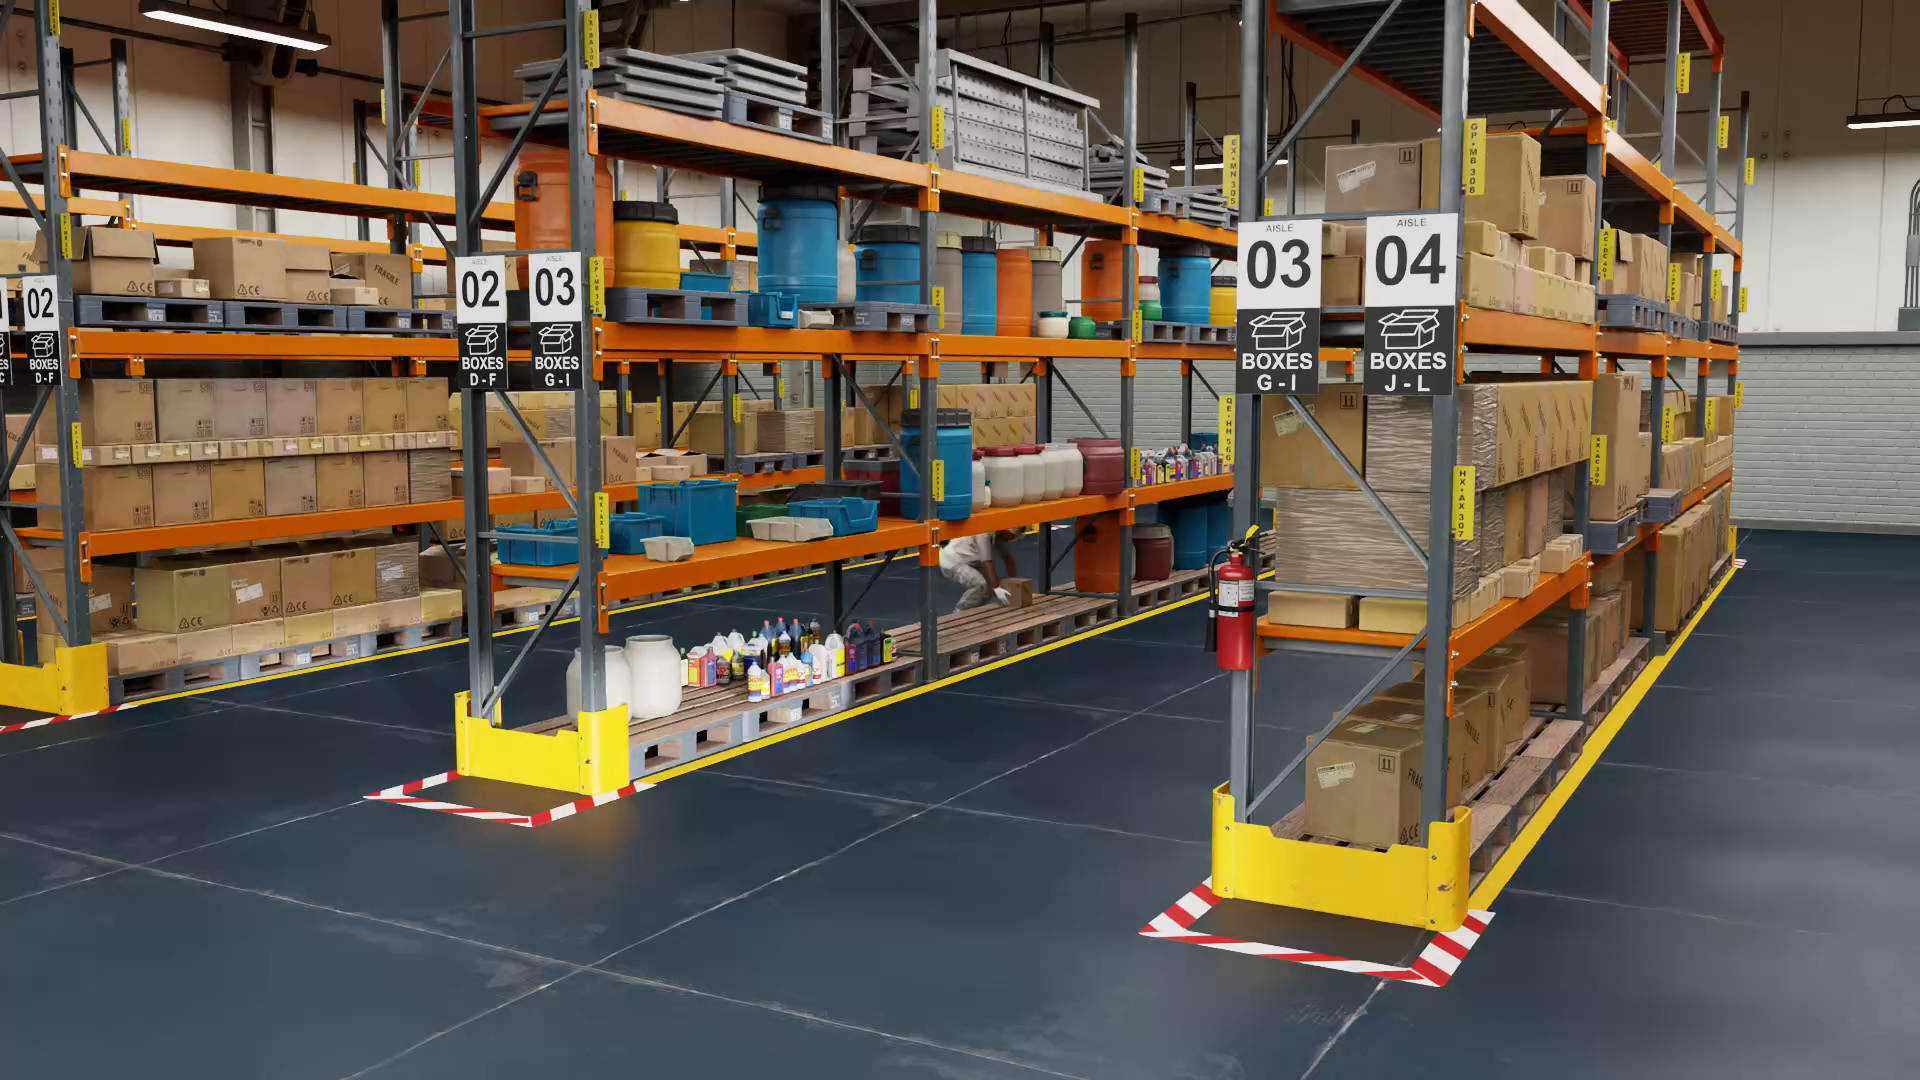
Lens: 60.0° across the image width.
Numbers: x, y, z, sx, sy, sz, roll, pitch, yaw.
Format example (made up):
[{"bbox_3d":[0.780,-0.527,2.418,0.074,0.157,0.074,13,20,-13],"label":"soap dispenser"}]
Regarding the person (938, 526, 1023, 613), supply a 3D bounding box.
[{"bbox_3d":[0.224,0.277,16.592,0.884,1.112,0.588,3,7,28],"label":"person"}]
